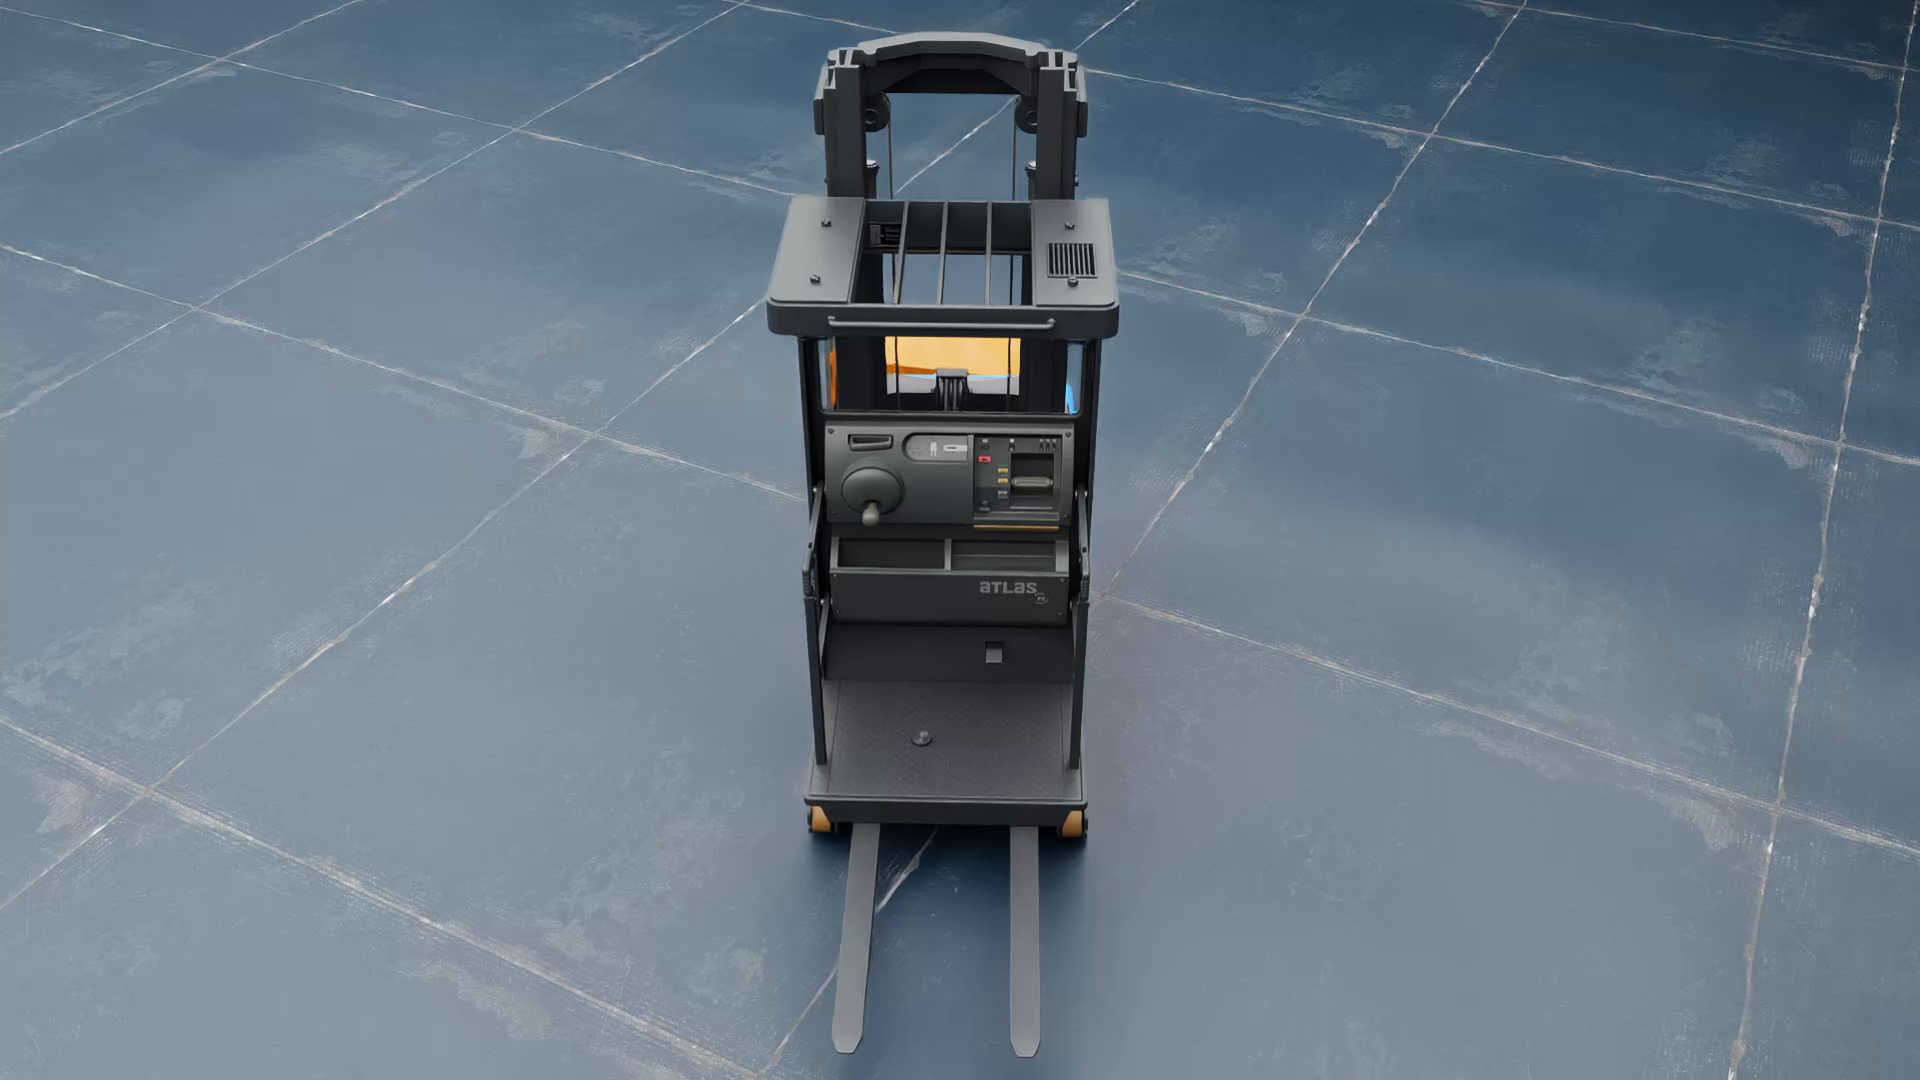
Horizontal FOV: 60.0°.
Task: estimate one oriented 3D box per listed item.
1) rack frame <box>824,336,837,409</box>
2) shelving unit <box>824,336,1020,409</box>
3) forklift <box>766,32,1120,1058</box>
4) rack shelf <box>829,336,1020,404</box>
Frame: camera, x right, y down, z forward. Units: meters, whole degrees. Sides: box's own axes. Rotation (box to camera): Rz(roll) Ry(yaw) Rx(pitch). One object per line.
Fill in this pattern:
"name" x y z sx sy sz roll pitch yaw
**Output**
"rack frame" -0.561 -0.678 8.214 0.032 1.125 0.500 8 38 10
"shelving unit" -0.065 -0.611 8.124 1.048 1.125 0.538 8 38 10
"forklift" -0.043 -0.172 6.052 1.130 2.935 3.031 1 37 1
"rack shelf" -0.065 -0.844 7.947 1.000 0.278 0.538 8 38 10
